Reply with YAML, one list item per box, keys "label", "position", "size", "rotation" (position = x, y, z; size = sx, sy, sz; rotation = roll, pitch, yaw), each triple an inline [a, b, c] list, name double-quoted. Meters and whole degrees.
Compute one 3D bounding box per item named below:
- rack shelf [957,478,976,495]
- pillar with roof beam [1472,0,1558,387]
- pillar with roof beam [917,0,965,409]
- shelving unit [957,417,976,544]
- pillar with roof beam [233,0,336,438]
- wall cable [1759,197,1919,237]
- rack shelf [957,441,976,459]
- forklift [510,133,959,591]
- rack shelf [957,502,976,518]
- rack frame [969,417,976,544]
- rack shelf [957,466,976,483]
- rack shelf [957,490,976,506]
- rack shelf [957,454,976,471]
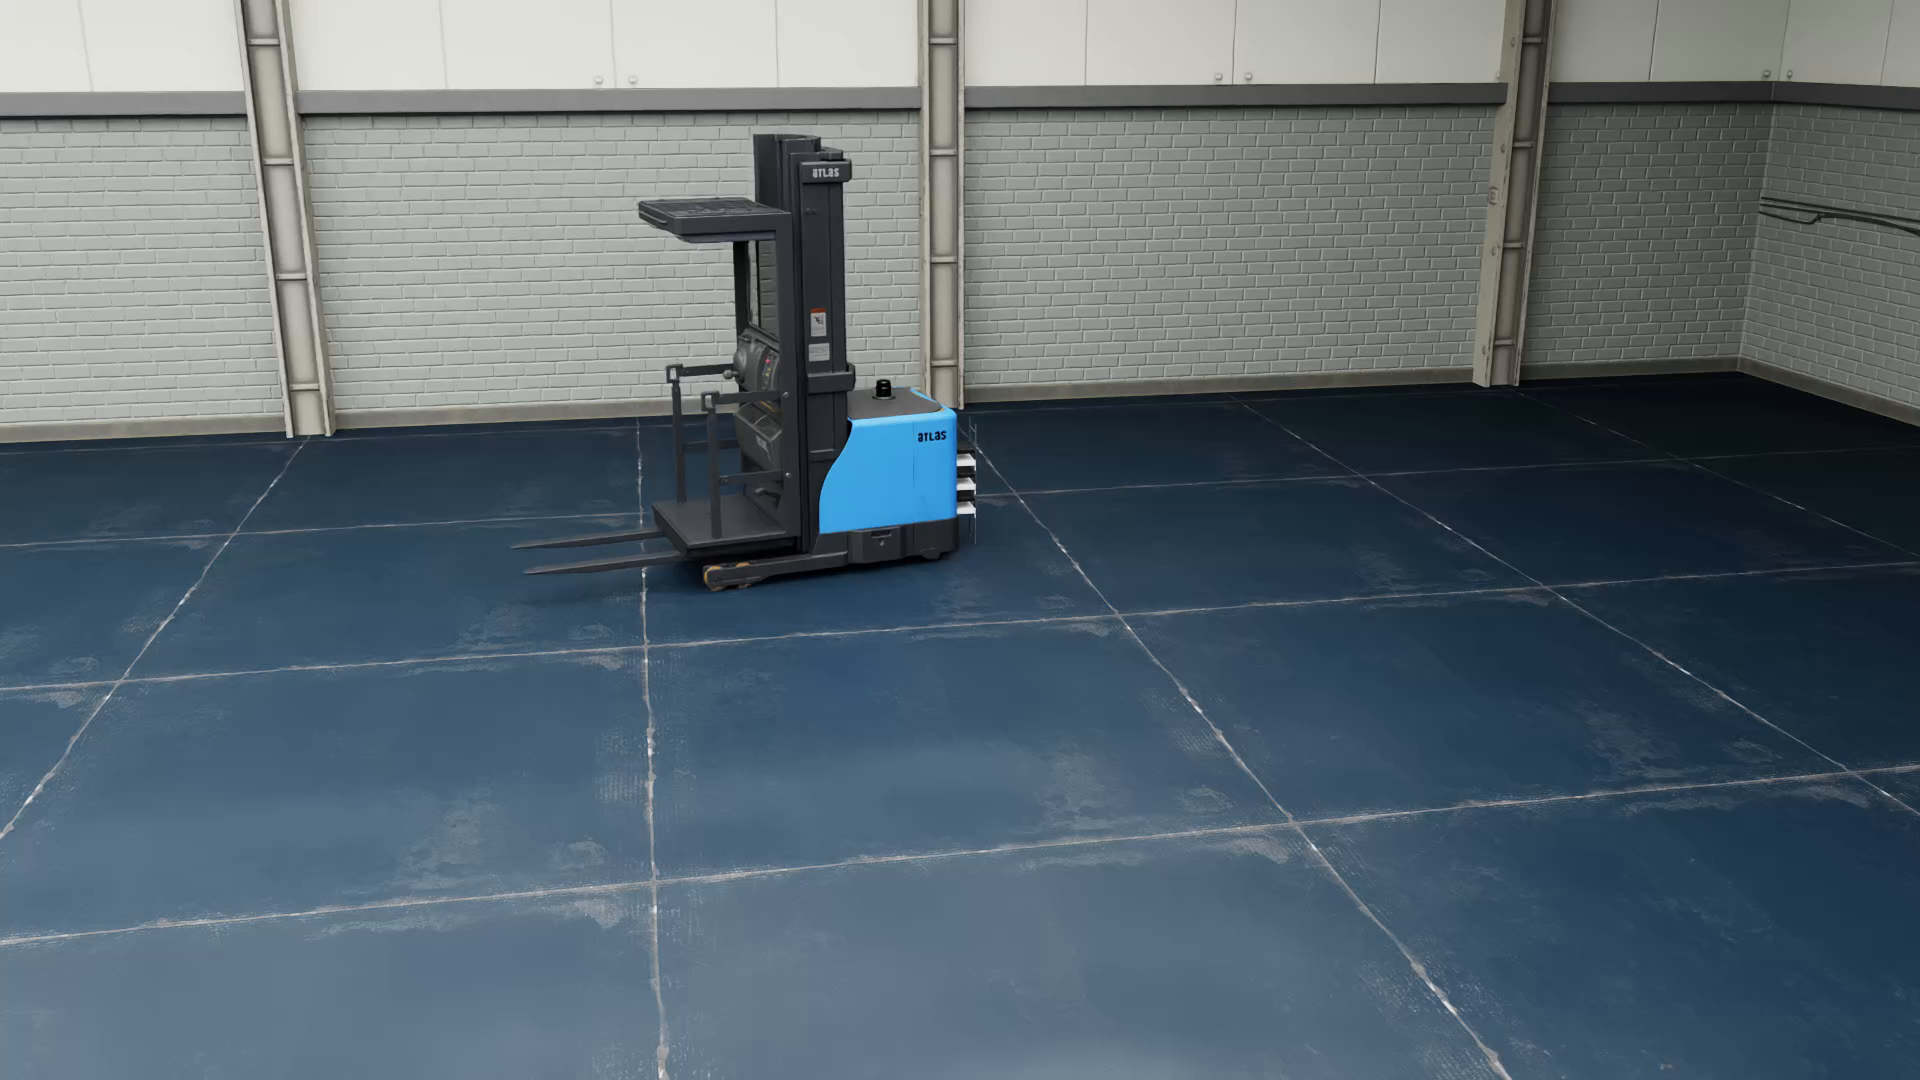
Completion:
- label: "rack shelf"
  position: [-0.008, -0.398, 12.188]
  size: [0.200, 0.077, 0.258]
  rotation: [-3, 17, -10]
- label: "pillar with roof beam"
  position: [6.529, -4.732, 12.391]
  size: [0.400, 9.000, 9.100]
  rotation: [-3, 17, -10]
- label: "pillar with roof beam"
  position: [0.638, -4.398, 11.303]
  size: [0.400, 9.000, 9.100]
  rotation: [-3, 17, -10]
- label: "shelving unit"
  position: [-0.008, -0.430, 12.178]
  size: [0.210, 0.900, 0.258]
  rotation: [-3, 17, -10]
- label: "pillar with roof beam"
  position: [-5.253, -4.063, 10.215]
  size: [0.400, 9.000, 9.100]
  rotation: [-3, 17, -10]
- label: "wall cable"
  position: [8.855, -4.271, 16.181]
  size: [0.112, 2.526, 3.097]
  rotation: [-3, 17, -10]
- label: "rack shelf"
  position: [-0.008, -0.656, 12.109]
  size: [0.200, 0.077, 0.258]
  rotation: [-3, 17, -10]
- label: "forklift"
  position: [-1.573, -1.234, 11.337]
  size: [3.031, 2.935, 1.130]
  rotation: [-7, 18, -22]
- label: "rack shelf"
  position: [-0.008, -0.226, 12.241]
  size: [0.200, 0.077, 0.258]
  rotation: [-3, 17, -10]
- label: "rack frame"
  position: [0.092, -0.435, 12.197]
  size: [0.006, 0.900, 0.240]
  rotation: [-3, 17, -10]
- label: "rack shelf"
  position: [-0.008, -0.484, 12.162]
  size: [0.200, 0.077, 0.258]
  rotation: [-3, 17, -10]
- label: "rack shelf"
  position: [-0.008, -0.312, 12.214]
  size: [0.200, 0.077, 0.258]
  rotation: [-3, 17, -10]
- label: "rack shelf"
  position: [-0.008, -0.570, 12.135]
  size: [0.200, 0.077, 0.258]
  rotation: [-3, 17, -10]
